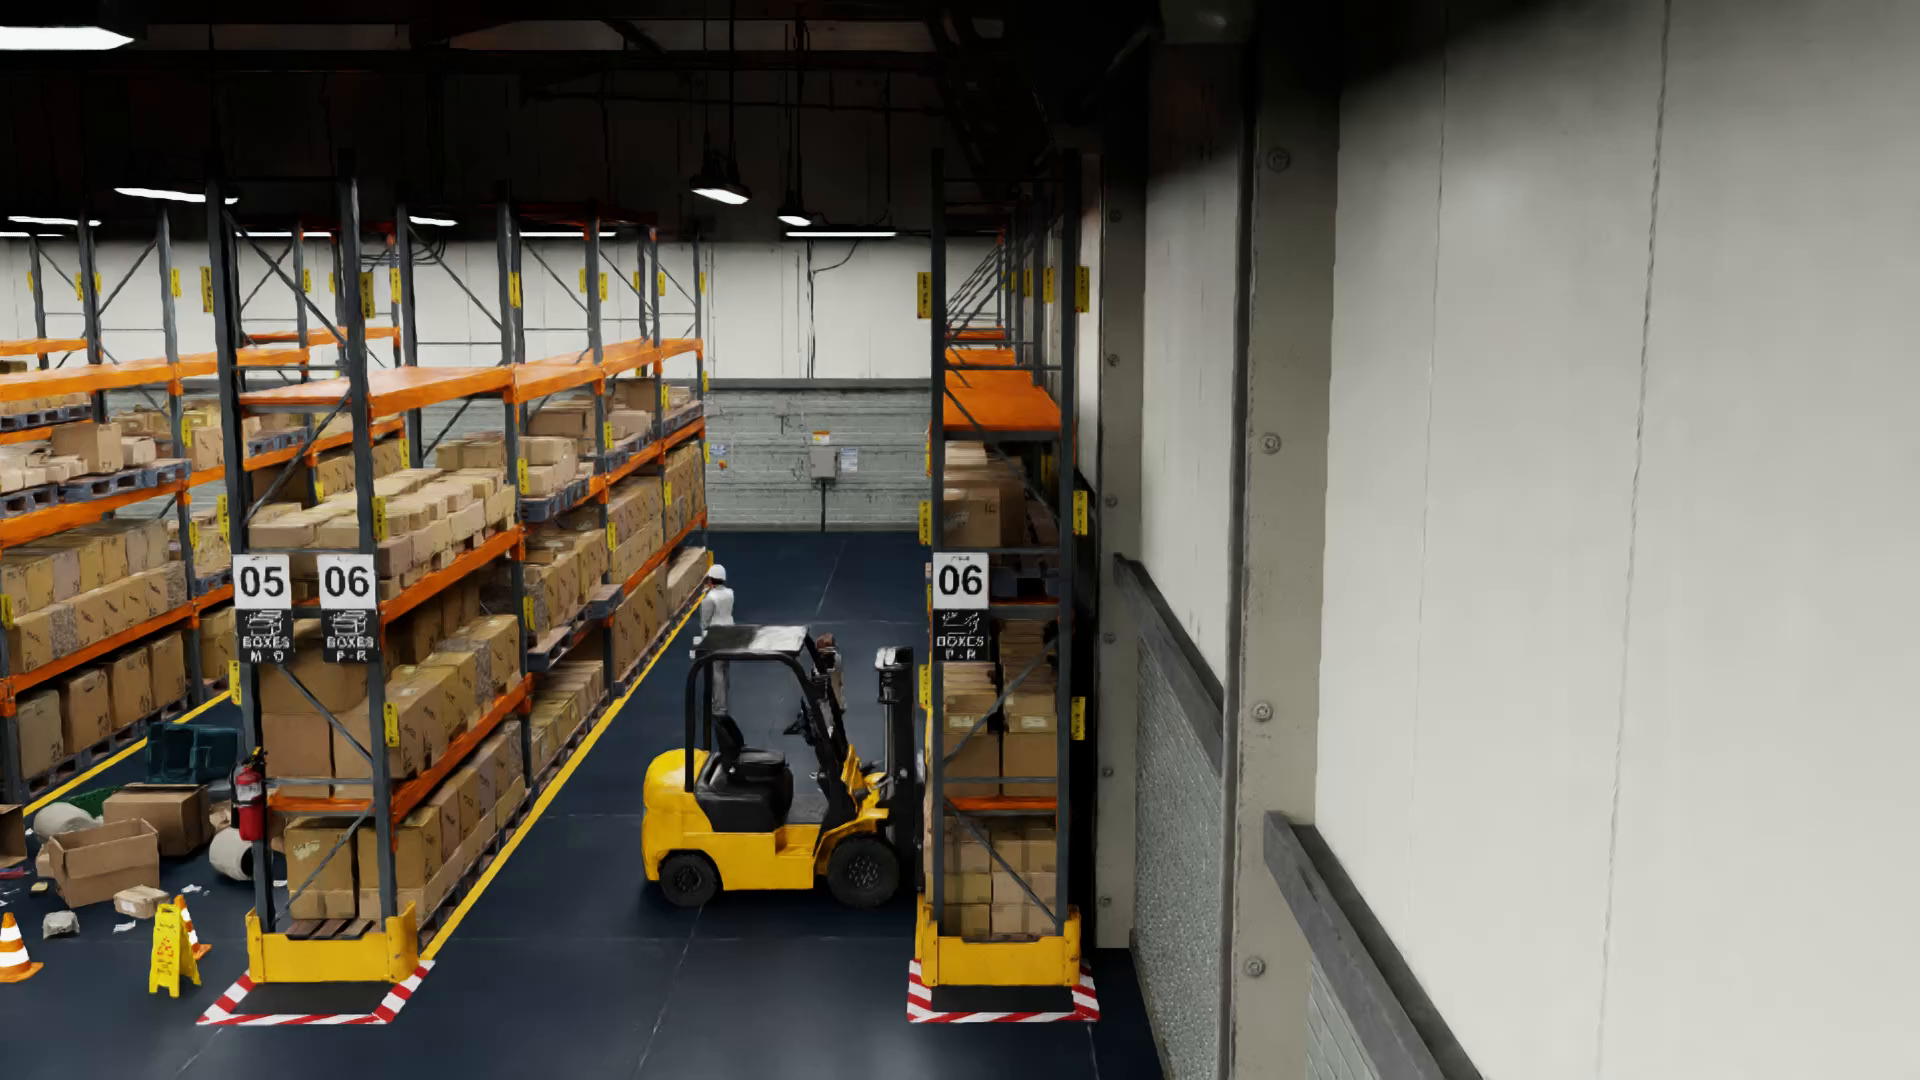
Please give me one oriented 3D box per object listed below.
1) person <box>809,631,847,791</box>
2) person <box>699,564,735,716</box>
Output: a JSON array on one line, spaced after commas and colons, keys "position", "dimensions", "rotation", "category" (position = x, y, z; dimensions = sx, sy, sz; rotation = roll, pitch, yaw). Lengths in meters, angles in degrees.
[{"position": [-1.345, 1.705, 16.784], "dimensions": [0.536, 1.579, 0.535], "rotation": [4, 10, 26], "category": "person"}, {"position": [-2.899, 1.160, 19.600], "dimensions": [0.494, 1.772, 0.578], "rotation": [5, 10, 29], "category": "person"}]
